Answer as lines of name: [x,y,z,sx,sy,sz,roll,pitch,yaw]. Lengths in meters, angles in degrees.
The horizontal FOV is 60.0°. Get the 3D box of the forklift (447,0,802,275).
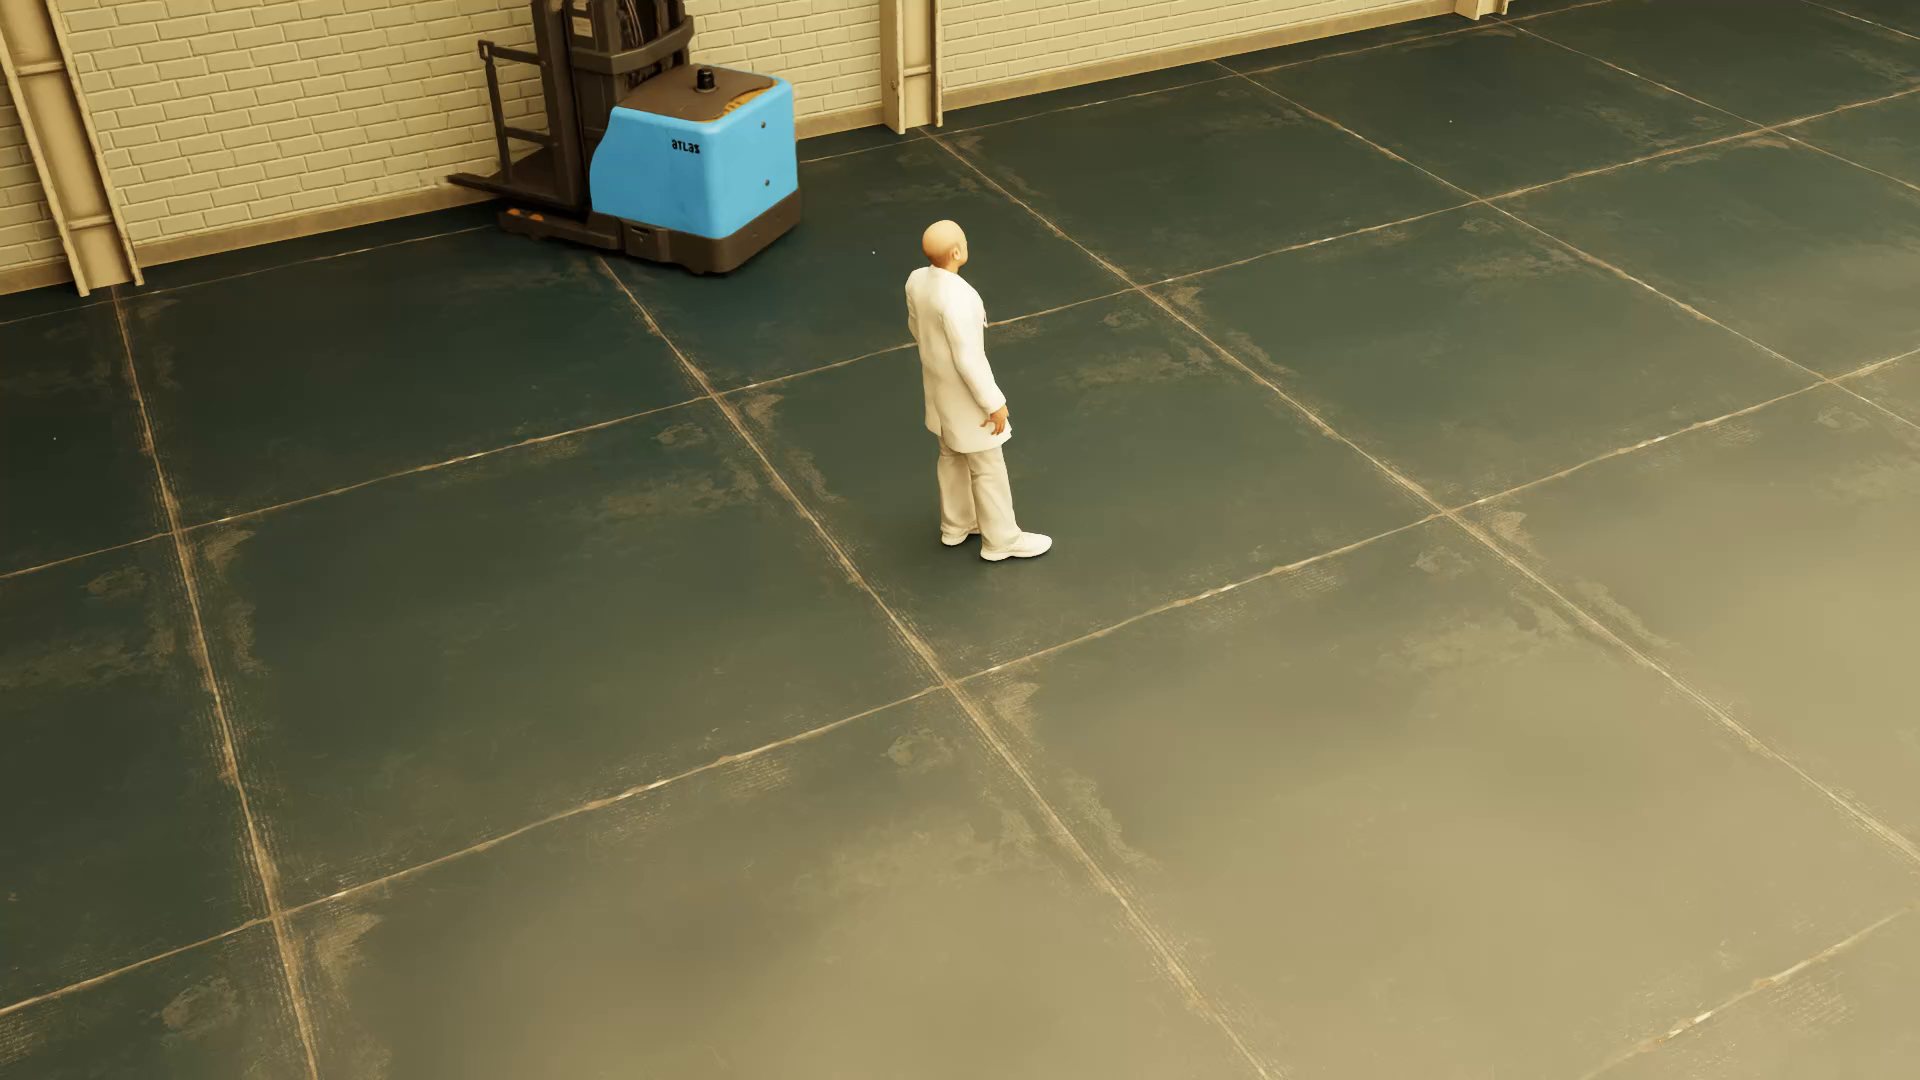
forklift: [-2.664,-3.559,11.157,3.031,2.935,1.130,16,38,22]

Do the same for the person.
person: [0.082,-0.753,8.176,0.581,1.775,0.696,-17,39,-23]
